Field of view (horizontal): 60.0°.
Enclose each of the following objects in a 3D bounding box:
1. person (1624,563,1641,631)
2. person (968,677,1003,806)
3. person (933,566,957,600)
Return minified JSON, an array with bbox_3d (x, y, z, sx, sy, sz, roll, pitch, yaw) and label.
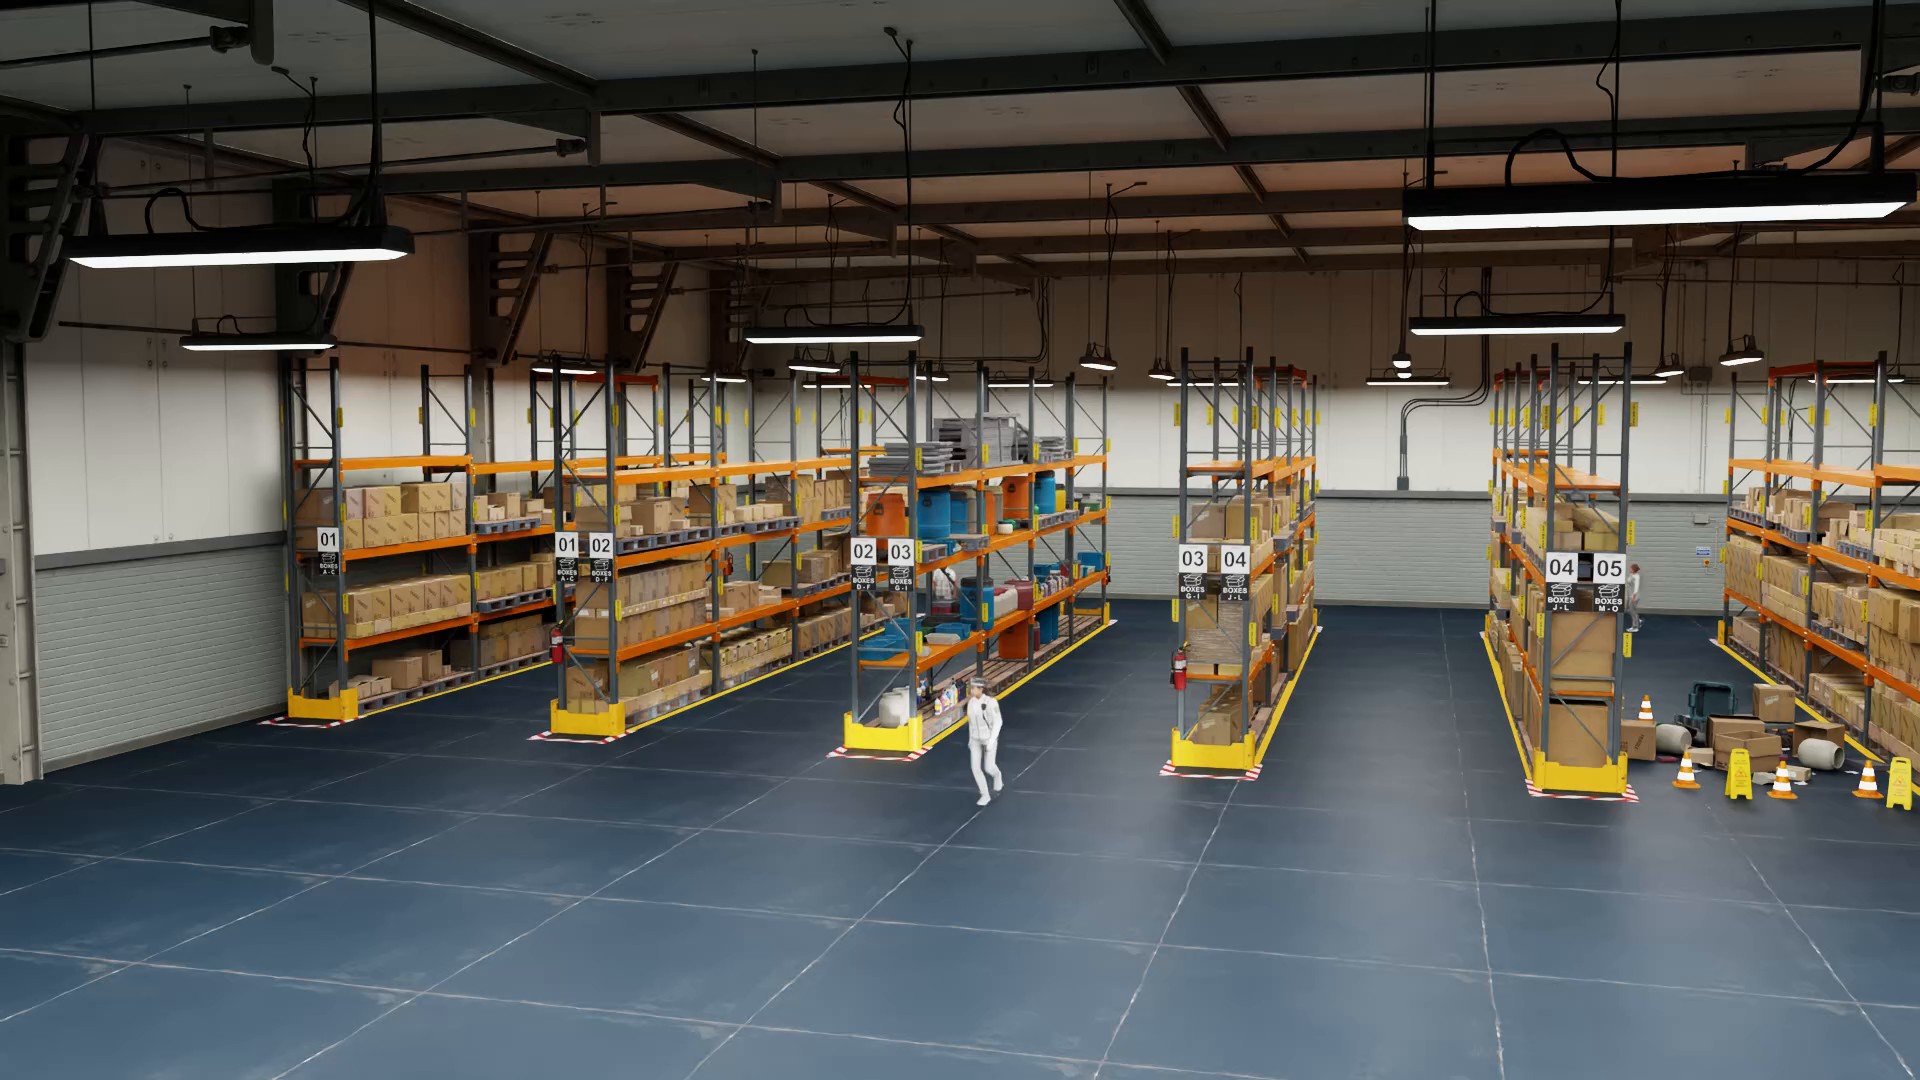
[{"bbox_3d":[15.698,1.337,38.802,0.425,1.593,0.454,1,4,7],"label":"person"},{"bbox_3d":[0.323,2.599,21.687,0.549,1.647,0.551,2,5,29],"label":"person"},{"bbox_3d":[-0.408,1.249,39.133,0.561,1.700,1.076,1,4,19],"label":"person"}]
